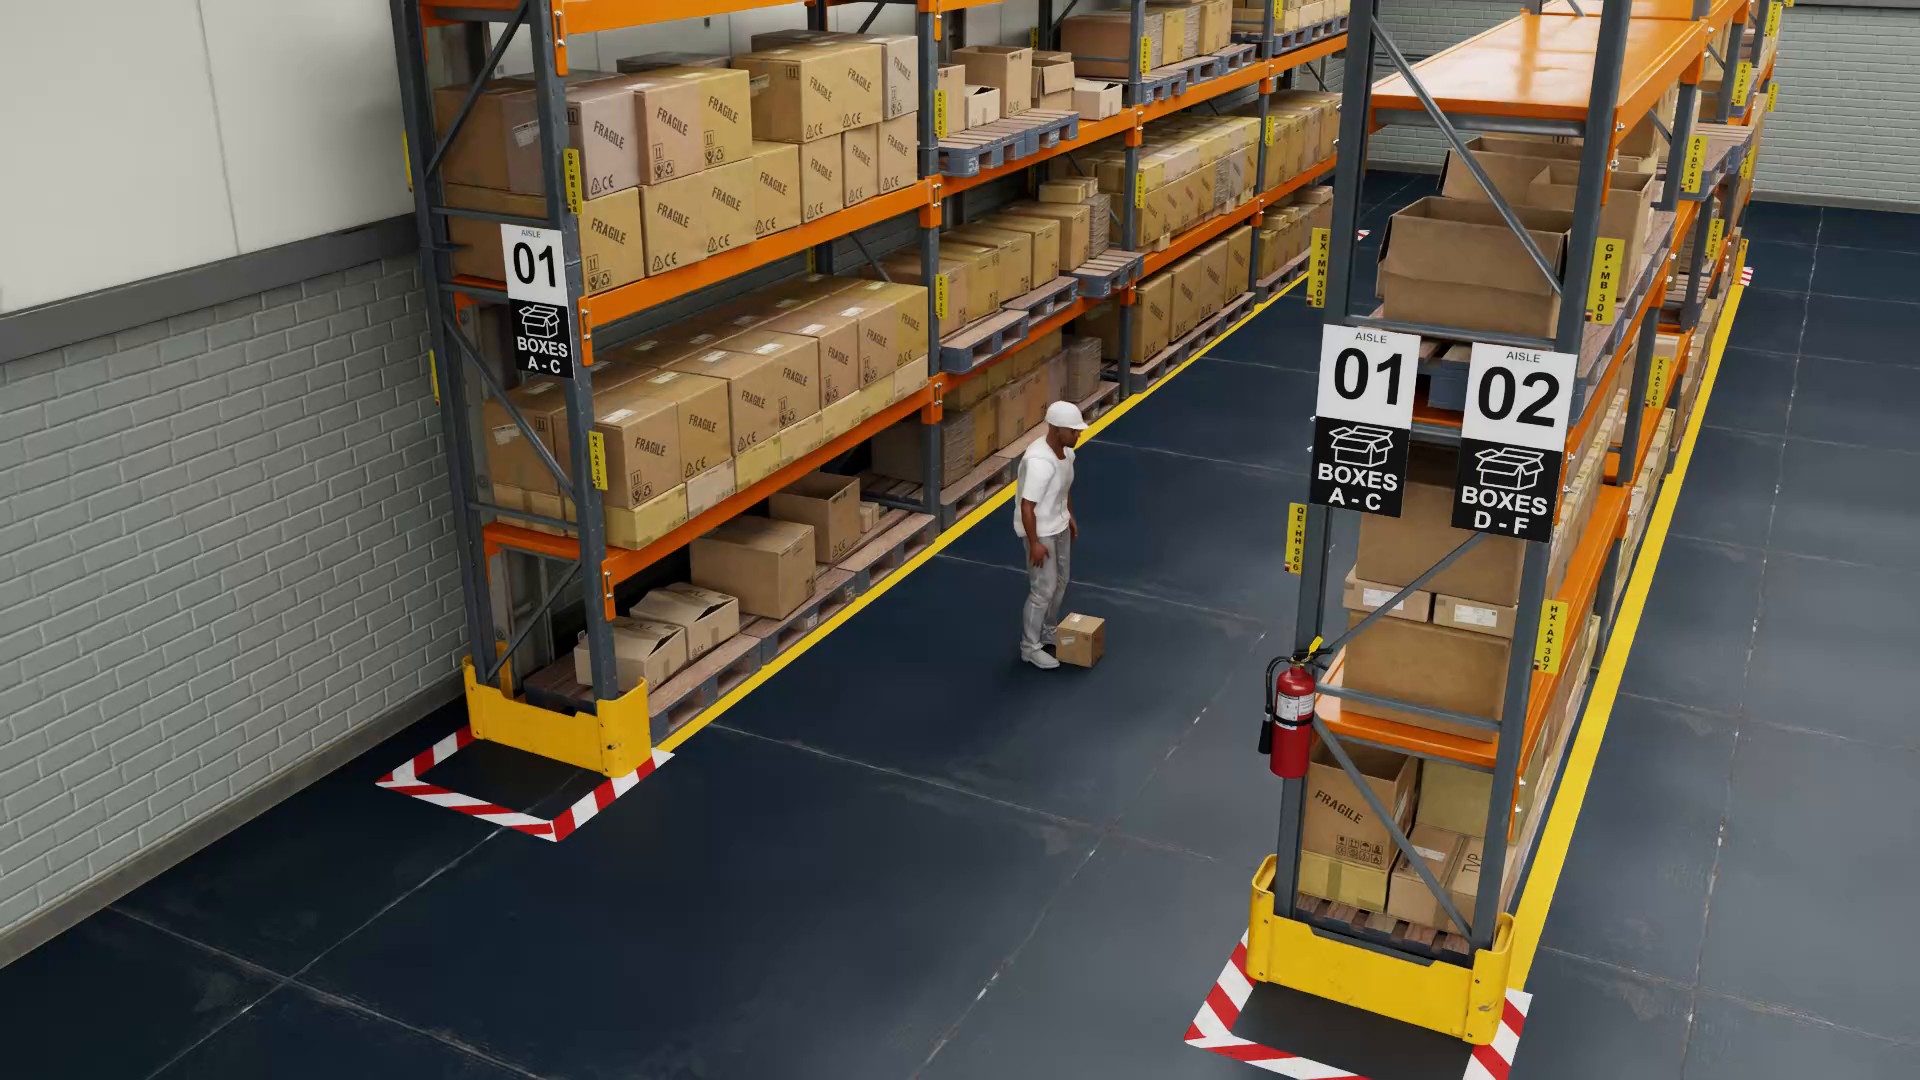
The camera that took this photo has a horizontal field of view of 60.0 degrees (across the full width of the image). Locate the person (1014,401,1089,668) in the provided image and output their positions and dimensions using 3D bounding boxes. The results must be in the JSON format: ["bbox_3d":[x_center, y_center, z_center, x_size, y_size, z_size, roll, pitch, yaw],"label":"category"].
[{"bbox_3d":[0.596,-0.065,10.882,0.459,1.761,0.626,11,25,25],"label":"person"}]
